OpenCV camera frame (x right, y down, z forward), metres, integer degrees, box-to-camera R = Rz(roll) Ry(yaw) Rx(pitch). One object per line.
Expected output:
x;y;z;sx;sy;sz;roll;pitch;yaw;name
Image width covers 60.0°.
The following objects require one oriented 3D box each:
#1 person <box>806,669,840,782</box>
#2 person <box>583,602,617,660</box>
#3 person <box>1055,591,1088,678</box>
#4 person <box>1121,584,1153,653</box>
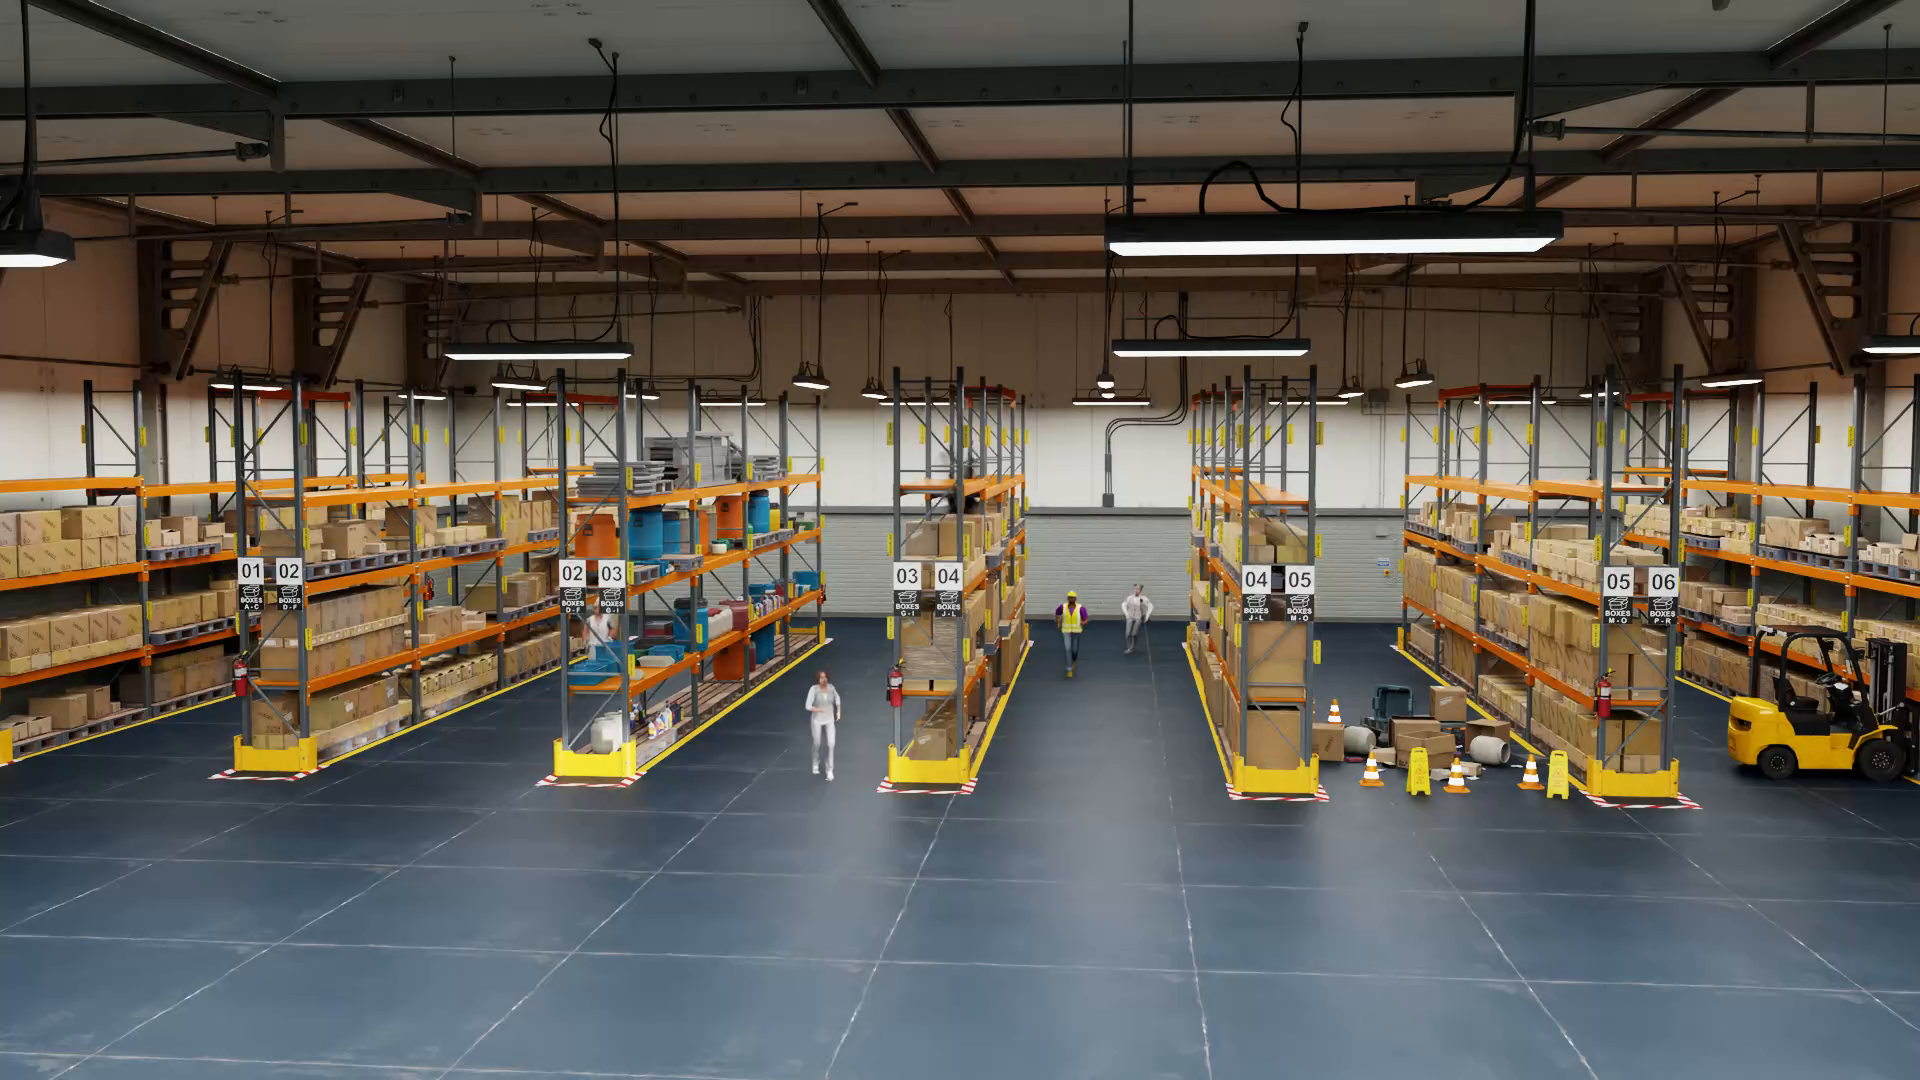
-1.993;2.721;24.286;0.553;1.631;0.698;-1;4;-17;person
-7.119;2.093;32.857;0.655;1.754;0.746;0;4;-7;person
2.341;1.950;34.882;0.700;1.773;0.971;0;4;2;person
4.071;1.811;38.419;0.712;1.632;0.503;1;4;18;person
